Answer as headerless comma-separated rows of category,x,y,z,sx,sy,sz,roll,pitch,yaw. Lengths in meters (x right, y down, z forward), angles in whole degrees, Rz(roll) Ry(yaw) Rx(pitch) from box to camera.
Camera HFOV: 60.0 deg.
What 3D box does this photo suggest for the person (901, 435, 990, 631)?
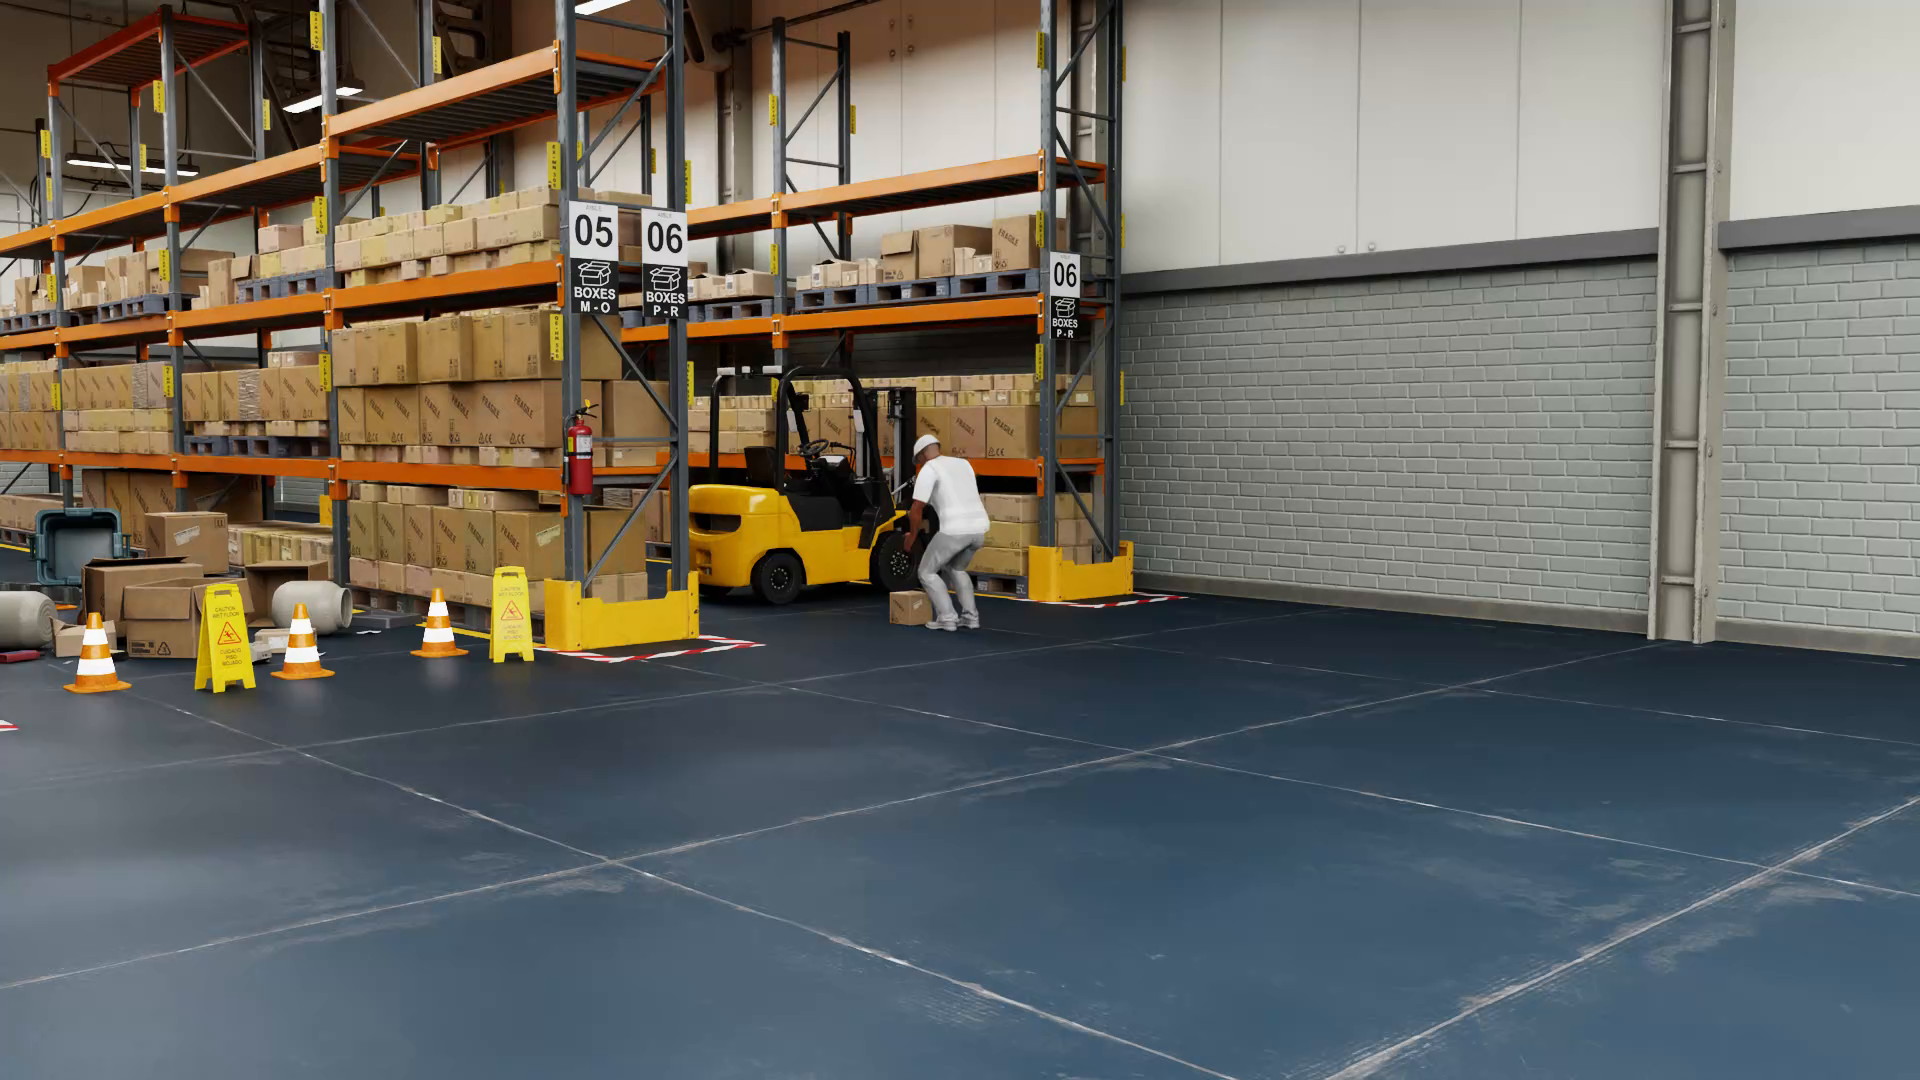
person,-0.116,-0.064,13.211,0.625,1.543,0.666,-4,5,-43
